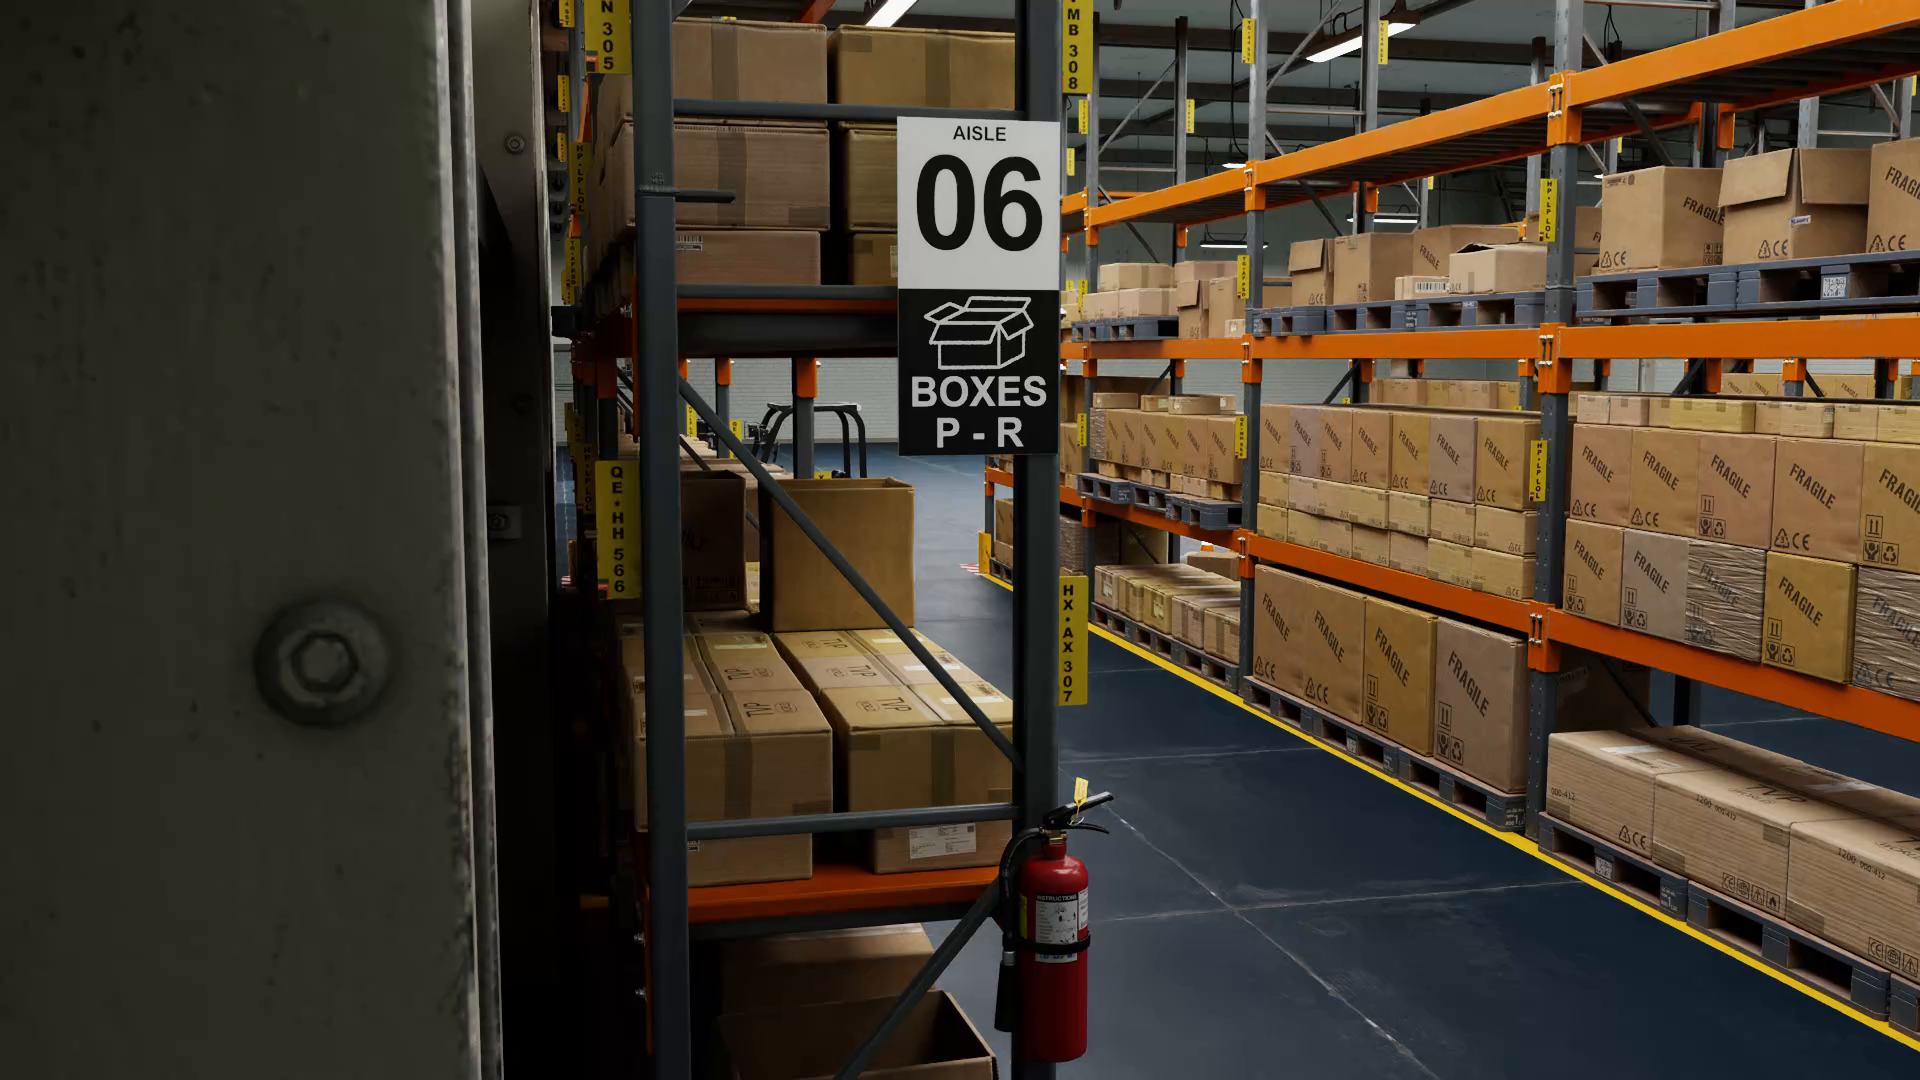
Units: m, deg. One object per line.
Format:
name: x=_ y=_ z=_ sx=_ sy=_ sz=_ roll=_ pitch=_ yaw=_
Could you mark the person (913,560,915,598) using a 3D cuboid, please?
person: x=-0.663 y=0.463 z=15.633 sx=0.475 sy=0.974 sz=0.865 roll=-2 pitch=6 yaw=-16
